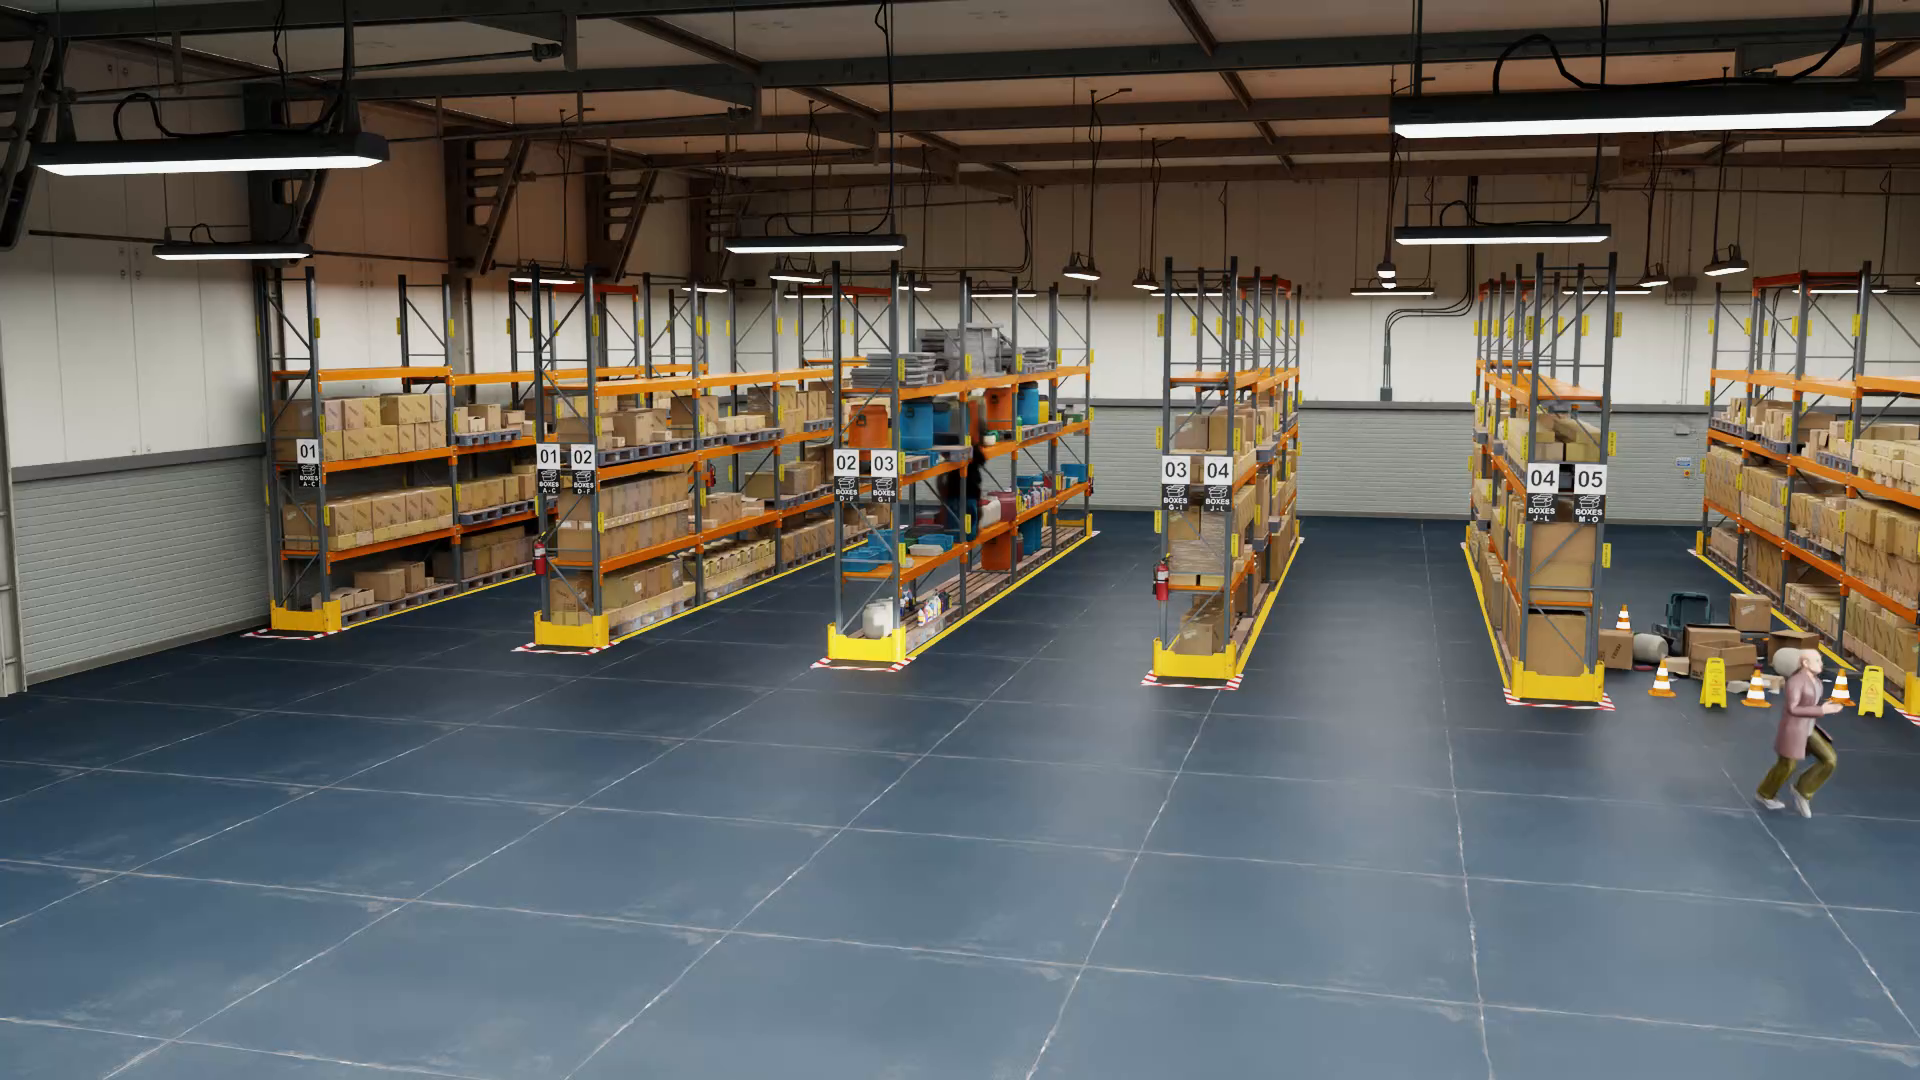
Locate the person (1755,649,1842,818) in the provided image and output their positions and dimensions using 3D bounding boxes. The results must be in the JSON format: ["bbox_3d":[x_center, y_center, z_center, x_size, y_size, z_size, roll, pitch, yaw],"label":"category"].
[{"bbox_3d":[8.611,1.971,17.047,0.753,1.765,0.881,-5,9,-35],"label":"person"}]
